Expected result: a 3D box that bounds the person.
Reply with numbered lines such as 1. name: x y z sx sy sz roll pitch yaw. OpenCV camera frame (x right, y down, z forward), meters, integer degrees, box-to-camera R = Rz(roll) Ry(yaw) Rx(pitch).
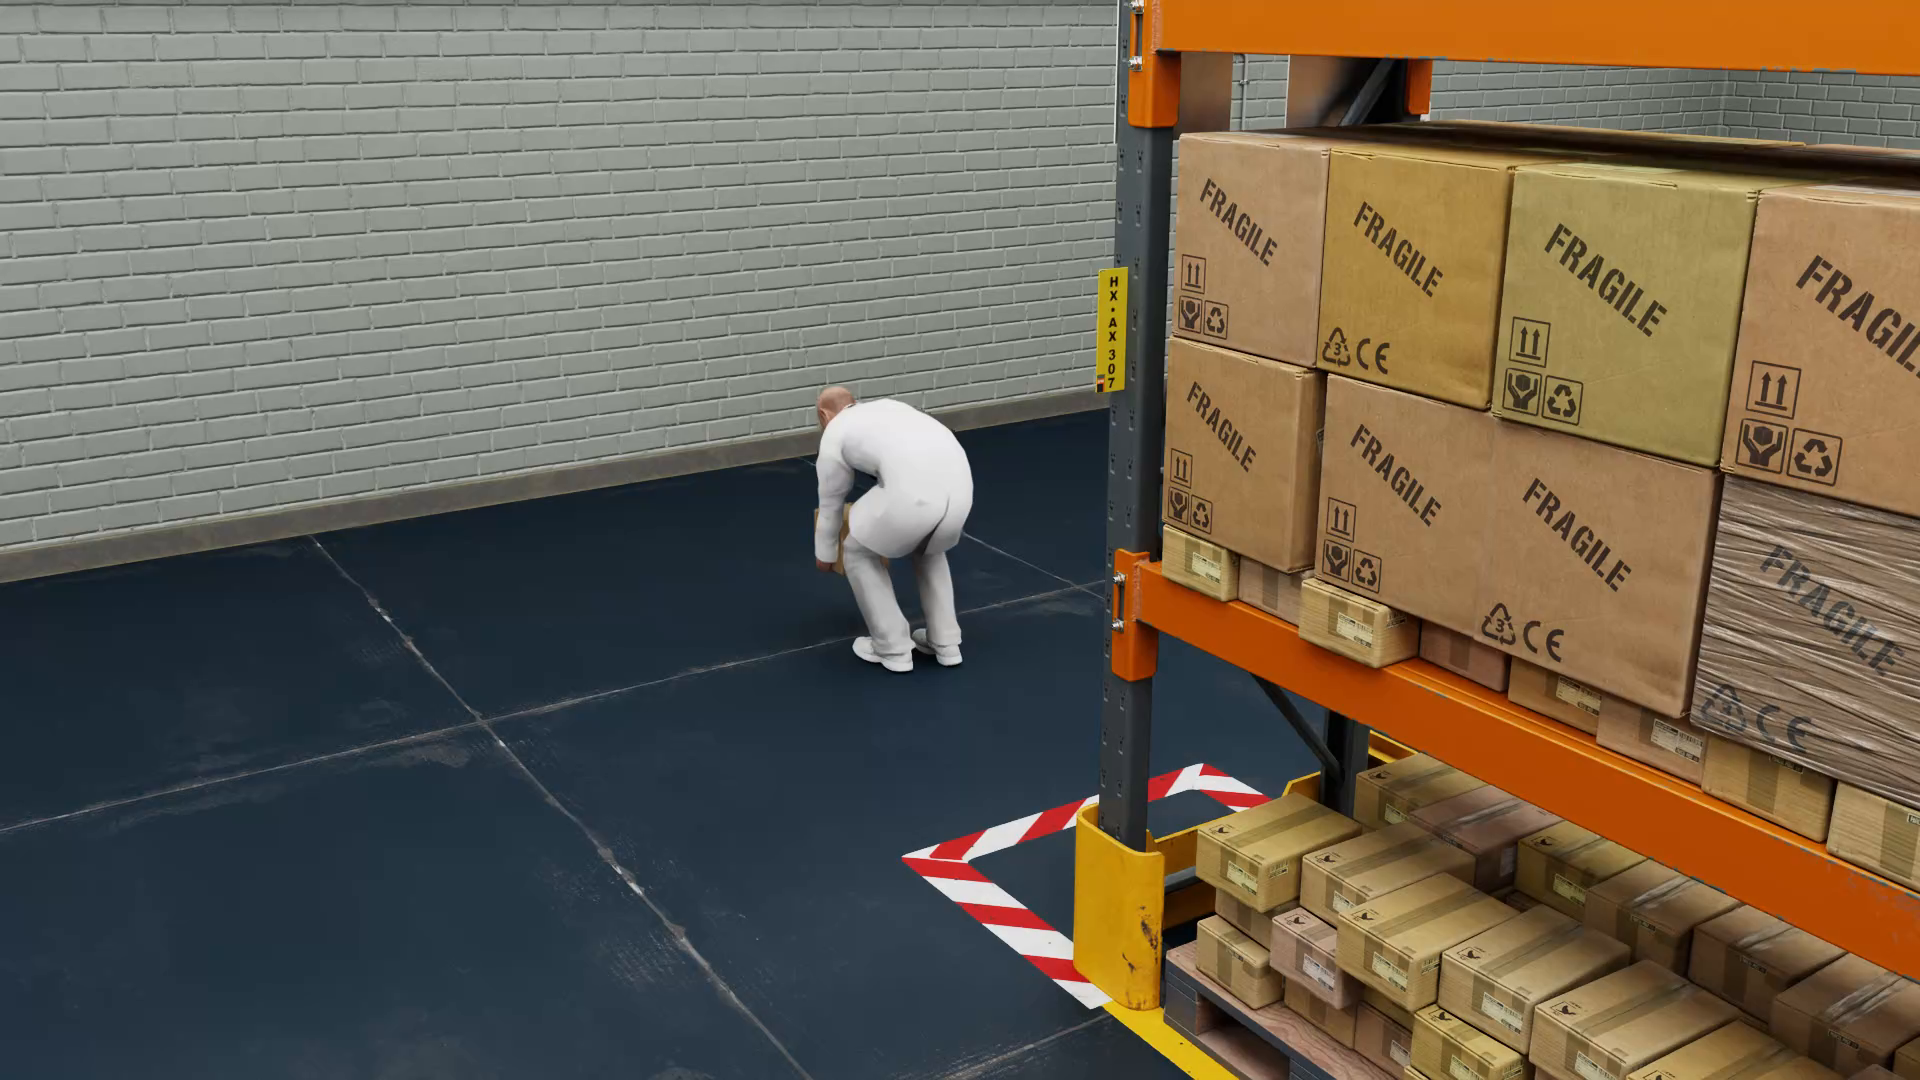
1. person: -0.316 -0.056 7.298 0.577 1.139 0.936 -13 22 -34
